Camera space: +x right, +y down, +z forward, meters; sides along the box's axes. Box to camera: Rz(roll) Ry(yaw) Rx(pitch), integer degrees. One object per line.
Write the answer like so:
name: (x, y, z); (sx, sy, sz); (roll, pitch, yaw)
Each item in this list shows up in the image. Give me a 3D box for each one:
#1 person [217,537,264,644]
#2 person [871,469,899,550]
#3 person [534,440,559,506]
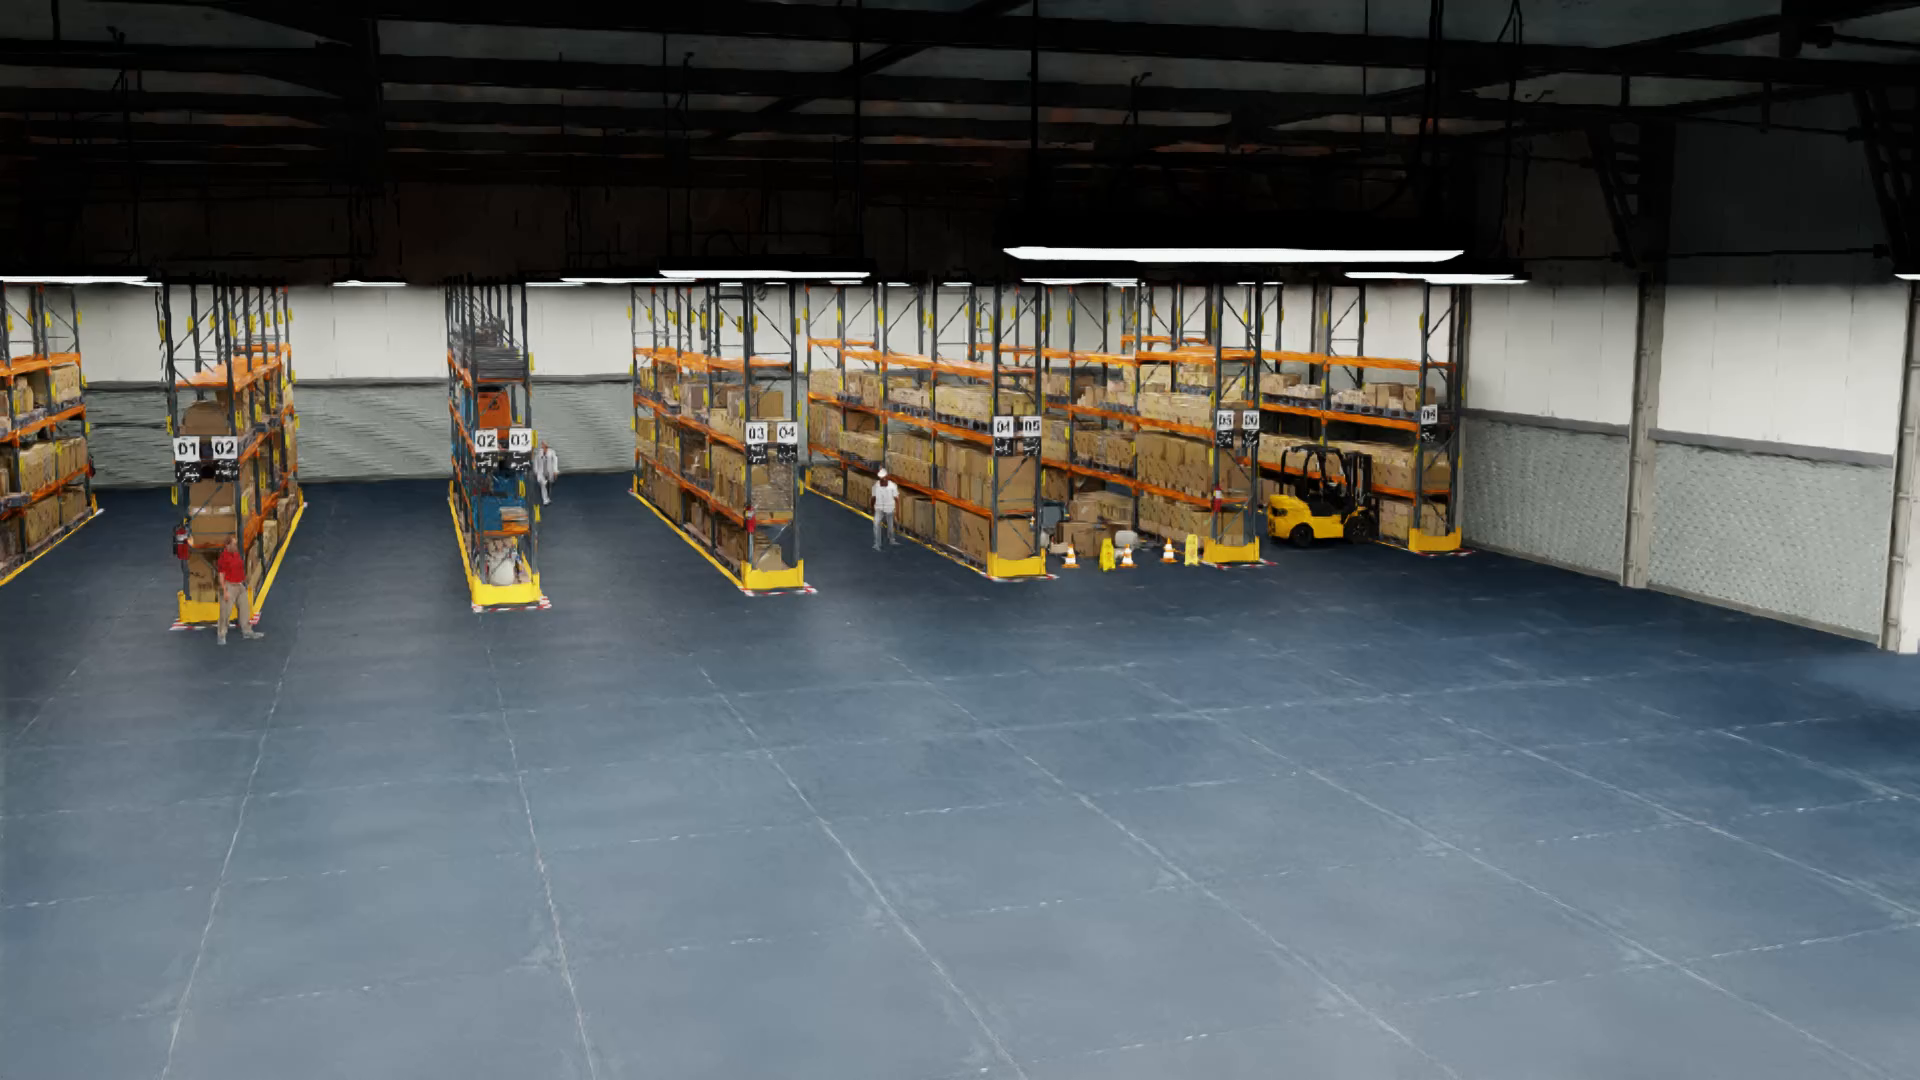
person: (-11.802, 0.795, 27.044); (0.519, 1.722, 0.728); (2, 9, 13)
person: (-1.581, -0.664, 34.962); (0.618, 1.700, 0.960); (0, 9, 3)
person: (-11.003, -1.802, 44.249); (0.603, 1.725, 1.107); (-3, 9, -19)
